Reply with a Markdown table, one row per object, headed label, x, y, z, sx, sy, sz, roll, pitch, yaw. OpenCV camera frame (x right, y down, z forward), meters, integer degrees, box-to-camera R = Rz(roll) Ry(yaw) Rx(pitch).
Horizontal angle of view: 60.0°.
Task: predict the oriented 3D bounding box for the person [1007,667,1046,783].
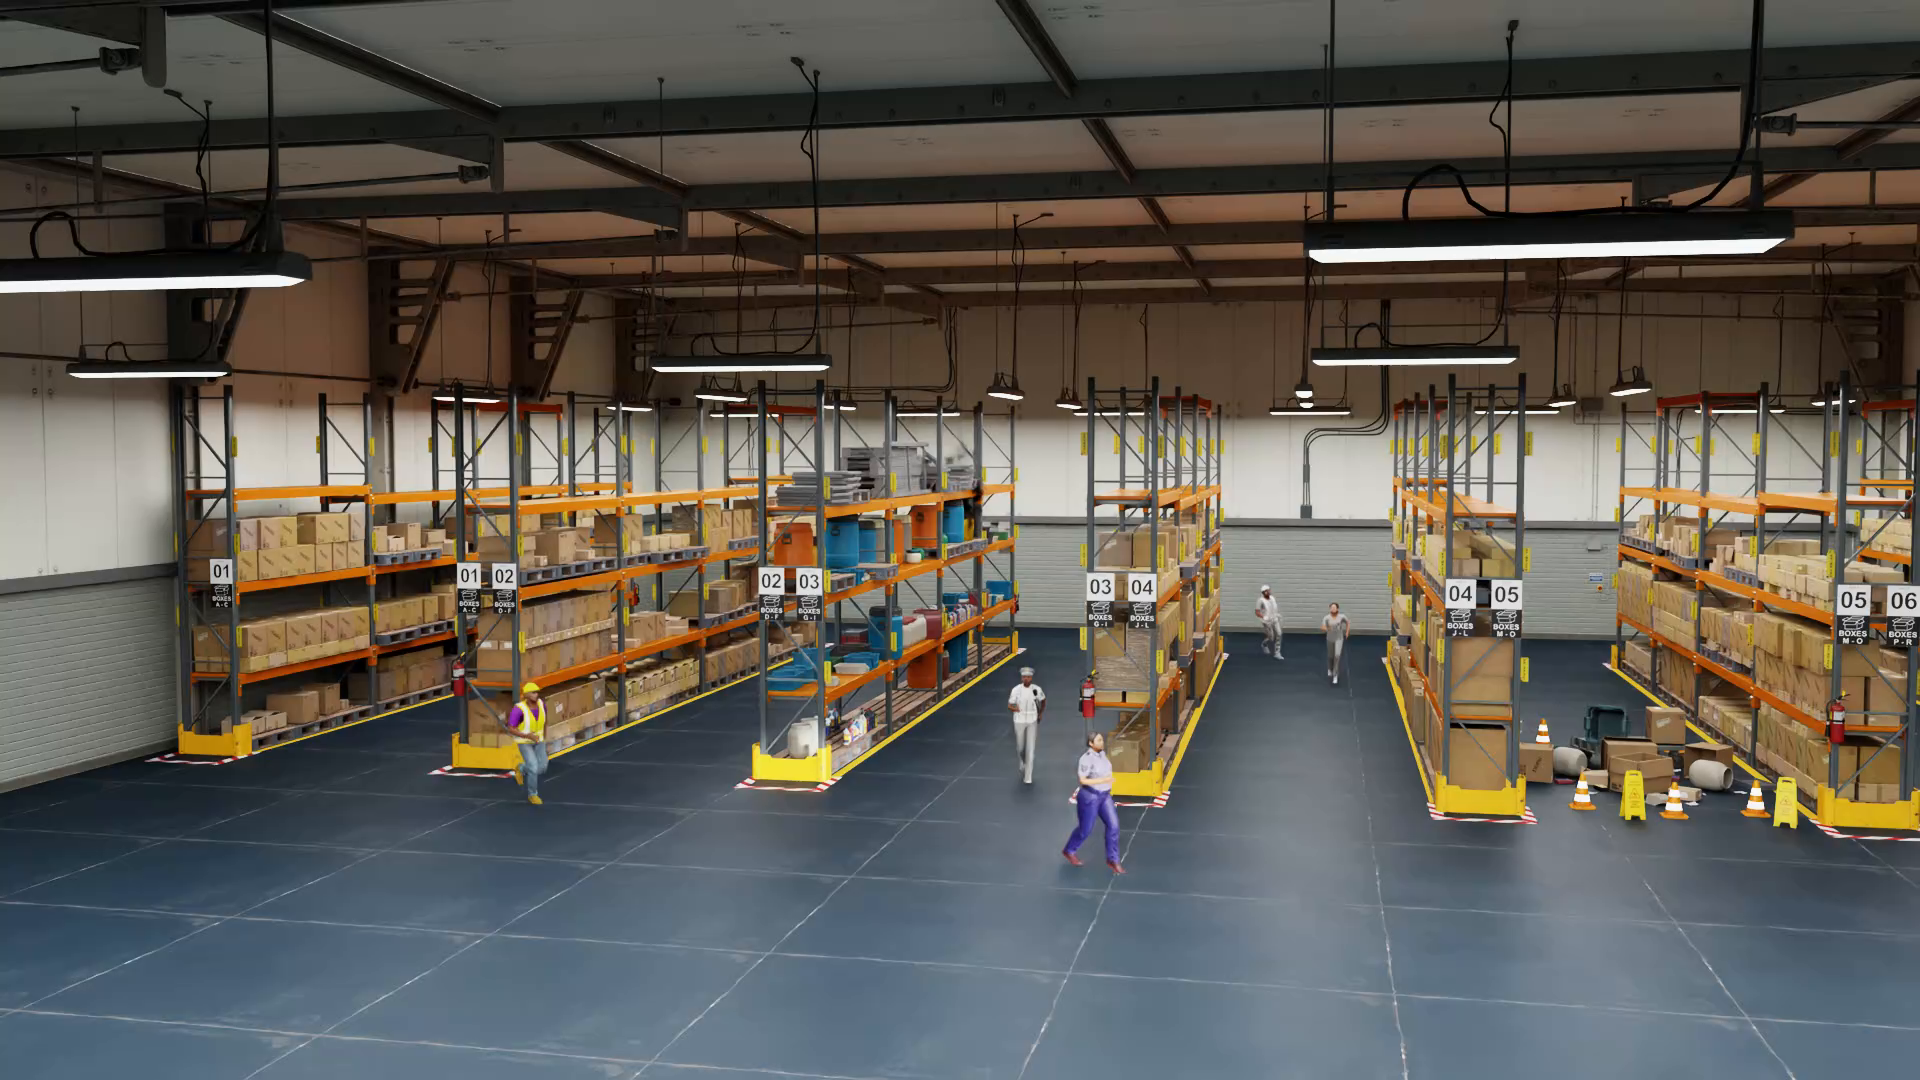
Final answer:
| label | x | y | z | sx | sy | sz | roll | pitch | yaw |
| --- | --- | --- | --- | --- | --- | --- | --- | --- | --- |
| person | 1.000 | 2.737 | 24.952 | 0.583 | 1.674 | 0.912 | 0 | 3 | 5 |

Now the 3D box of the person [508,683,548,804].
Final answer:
| label | x | y | z | sx | sy | sz | roll | pitch | yaw |
| --- | --- | --- | --- | --- | --- | --- | --- | --- | --- |
| person | -6.055 | 2.851 | 23.425 | 0.687 | 1.715 | 0.744 | 2 | 4 | 36 |

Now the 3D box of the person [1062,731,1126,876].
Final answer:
| label | x | y | z | sx | sy | sz | roll | pitch | yaw |
| --- | --- | --- | --- | --- | --- | --- | --- | --- | --- |
| person | 1.561 | 3.087 | 19.575 | 0.816 | 1.704 | 0.593 | 3 | 4 | 43 |

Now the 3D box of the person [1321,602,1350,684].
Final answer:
| label | x | y | z | sx | sy | sz | roll | pitch | yaw |
| --- | --- | --- | --- | --- | --- | --- | --- | --- | --- |
| person | 8.022 | 2.176 | 35.556 | 0.577 | 1.699 | 0.909 | 1 | 3 | 18 |

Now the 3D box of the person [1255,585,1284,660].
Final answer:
| label | x | y | z | sx | sy | sz | roll | pitch | yaw |
| --- | --- | --- | --- | --- | --- | --- | --- | --- | --- |
| person | 7.306 | 1.944 | 39.281 | 0.721 | 1.755 | 0.729 | -2 | 4 | -31 |
